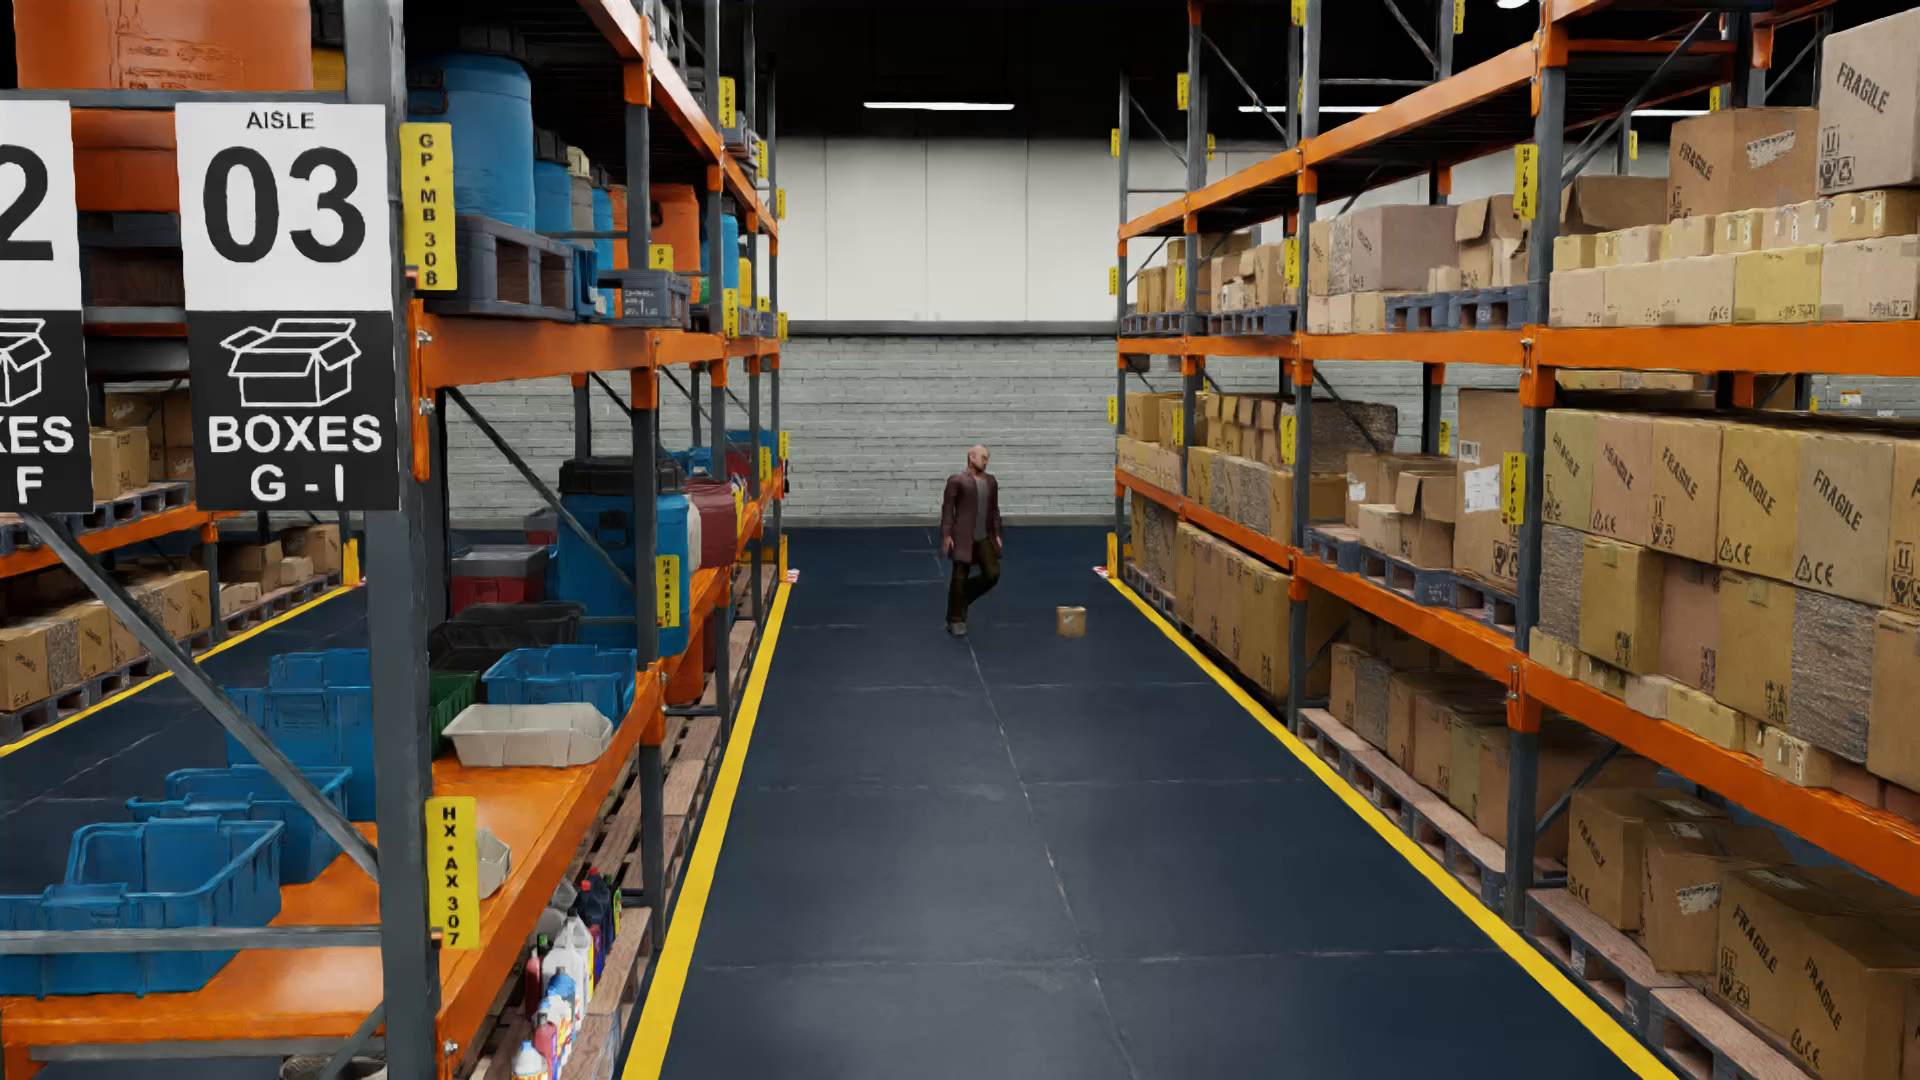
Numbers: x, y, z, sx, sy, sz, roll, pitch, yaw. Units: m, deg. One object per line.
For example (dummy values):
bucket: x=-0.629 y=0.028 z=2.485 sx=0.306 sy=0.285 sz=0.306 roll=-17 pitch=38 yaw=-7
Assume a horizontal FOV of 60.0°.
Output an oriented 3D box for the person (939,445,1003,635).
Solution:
person: x=0.109 y=-0.019 z=15.866 sx=0.676 sy=1.776 sz=0.572 roll=-4 pitch=8 yaw=-28
